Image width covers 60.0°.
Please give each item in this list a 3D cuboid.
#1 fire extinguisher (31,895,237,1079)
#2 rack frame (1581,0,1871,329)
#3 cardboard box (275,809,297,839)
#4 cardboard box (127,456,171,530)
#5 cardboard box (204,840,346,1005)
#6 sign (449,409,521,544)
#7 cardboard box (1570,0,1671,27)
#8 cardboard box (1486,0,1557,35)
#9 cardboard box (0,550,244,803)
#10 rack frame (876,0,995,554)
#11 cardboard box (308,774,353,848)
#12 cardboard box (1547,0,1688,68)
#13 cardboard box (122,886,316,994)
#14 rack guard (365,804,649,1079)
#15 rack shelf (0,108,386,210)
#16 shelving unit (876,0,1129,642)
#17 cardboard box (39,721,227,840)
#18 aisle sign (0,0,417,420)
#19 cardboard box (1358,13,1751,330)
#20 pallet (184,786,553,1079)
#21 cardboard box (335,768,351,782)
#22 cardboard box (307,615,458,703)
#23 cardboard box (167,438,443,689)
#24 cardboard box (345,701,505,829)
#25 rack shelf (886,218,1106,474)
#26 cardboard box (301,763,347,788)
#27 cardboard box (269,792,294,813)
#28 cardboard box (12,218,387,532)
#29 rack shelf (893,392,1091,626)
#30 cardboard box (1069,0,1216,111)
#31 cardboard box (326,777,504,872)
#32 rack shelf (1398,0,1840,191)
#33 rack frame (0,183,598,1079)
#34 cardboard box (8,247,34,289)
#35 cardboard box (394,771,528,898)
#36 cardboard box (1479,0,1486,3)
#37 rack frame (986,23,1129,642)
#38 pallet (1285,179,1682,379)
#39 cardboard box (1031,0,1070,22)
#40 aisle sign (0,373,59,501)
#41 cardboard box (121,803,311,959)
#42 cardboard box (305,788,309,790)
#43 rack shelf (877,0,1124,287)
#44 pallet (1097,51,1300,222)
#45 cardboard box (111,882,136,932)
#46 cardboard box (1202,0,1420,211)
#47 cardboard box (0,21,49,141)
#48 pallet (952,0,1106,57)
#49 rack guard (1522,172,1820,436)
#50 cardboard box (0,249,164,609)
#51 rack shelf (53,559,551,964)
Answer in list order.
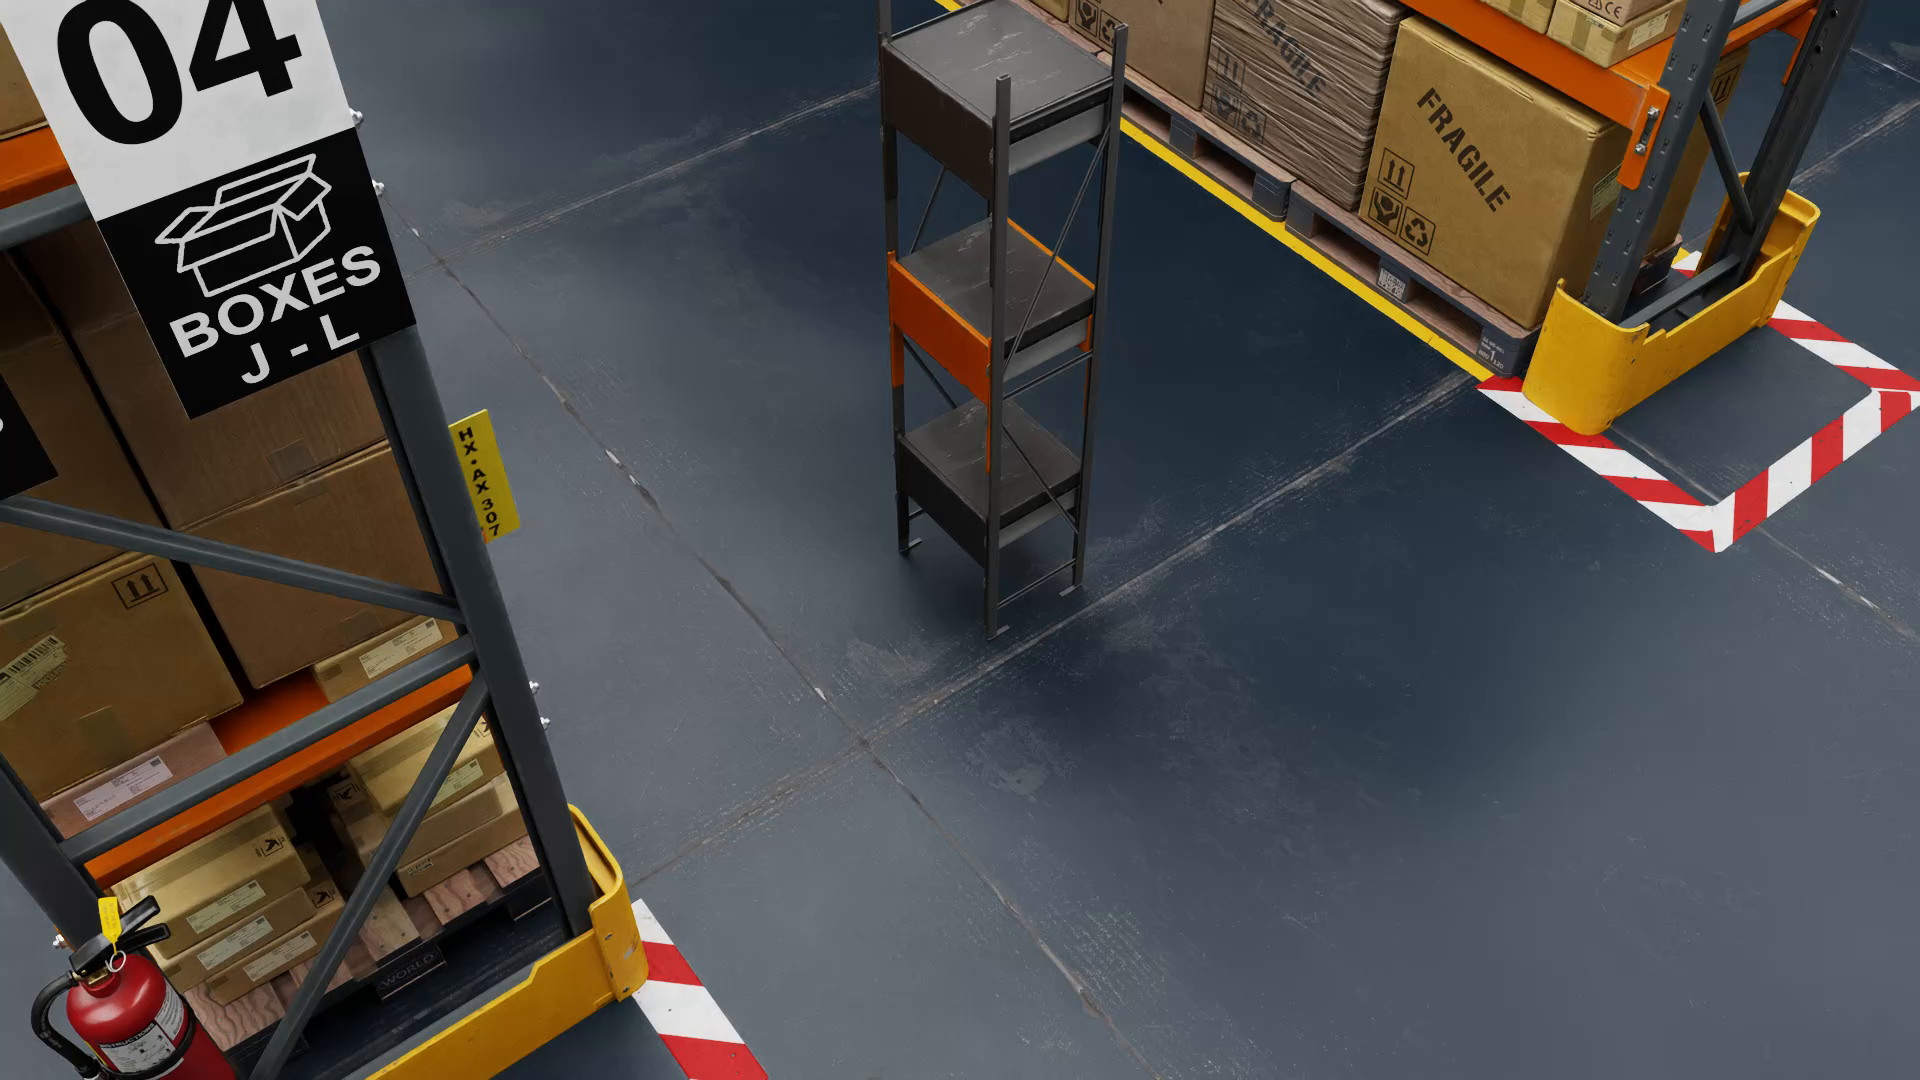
[{"bbox_3d":[-1.582,0.925,3.190,0.296,0.674,0.183,-29,54,-24],"label":"fire extinguisher"},{"bbox_3d":[2.642,-1.747,5.309,1.000,3.000,0.127,-29,54,-24],"label":"rack frame"},{"bbox_3d":[-2.029,0.774,4.464,0.380,0.149,0.250,-31,55,-25],"label":"cardboard box"},{"bbox_3d":[-1.763,-0.408,3.827,0.500,0.500,0.500,-29,54,-24],"label":"cardboard box"},{"bbox_3d":[-1.852,1.018,4.443,0.380,0.149,0.250,-29,54,-23],"label":"cardboard box"},{"bbox_3d":[-0.935,-0.116,3.246,0.100,0.325,0.005,-29,54,-24],"label":"sign"},{"bbox_3d":[2.137,-1.963,5.405,0.500,0.250,0.500,-30,55,-25],"label":"cardboard box"},{"bbox_3d":[2.005,-1.877,5.597,0.380,0.149,0.250,-29,54,-24],"label":"cardboard box"},{"bbox_3d":[-1.844,0.136,3.334,0.500,0.500,0.500,-28,54,-23],"label":"cardboard box"},{"bbox_3d":[-0.048,-0.752,5.014,0.400,2.100,0.015,-29,54,-24],"label":"rack frame"},{"bbox_3d":[-1.653,0.665,4.763,0.380,0.149,0.250,-30,54,-24],"label":"cardboard box"},{"bbox_3d":[2.164,-1.725,5.458,0.380,0.149,0.250,-28,54,-23],"label":"cardboard box"},{"bbox_3d":[-1.914,0.952,4.302,0.380,0.149,0.250,-31,55,-25],"label":"cardboard box"},{"bbox_3d":[-1.413,1.213,4.313,1.175,0.500,0.348,-29,54,-24],"label":"rack guard"},{"bbox_3d":[-2.578,-1.527,3.570,1.077,0.370,4.000,-29,54,-24],"label":"rack shelf"},{"bbox_3d":[0.100,-0.608,4.884,0.431,2.100,0.503,-29,54,-24],"label":"shelving unit"},{"bbox_3d":[-1.789,0.437,3.498,0.380,0.149,0.250,-29,54,-24],"label":"cardboard box"},{"bbox_3d":[-1.084,-0.546,2.466,0.394,0.787,0.004,-29,54,-24],"label":"aisle sign"},{"bbox_3d":[2.190,-1.516,6.250,0.875,0.875,0.875,-29,54,-24],"label":"cardboard box"},{"bbox_3d":[-1.877,0.815,4.868,1.003,0.211,1.213,-29,54,-24],"label":"pallet"},{"bbox_3d":[-1.601,0.524,4.690,0.380,0.149,0.250,-30,54,-24],"label":"cardboard box"},{"bbox_3d":[-1.302,0.165,3.745,0.380,0.149,0.250,-30,54,-24],"label":"cardboard box"},{"bbox_3d":[-1.419,-0.104,3.551,0.500,0.500,0.500,-27,53,-22],"label":"cardboard box"},{"bbox_3d":[-1.414,0.574,4.444,0.380,0.149,0.250,-32,55,-26],"label":"cardboard box"},{"bbox_3d":[0.100,-0.598,4.894,0.431,0.518,0.480,-29,54,-24],"label":"rack shelf"},{"bbox_3d":[-1.676,0.465,4.543,0.380,0.149,0.250,-28,54,-23],"label":"cardboard box"},{"bbox_3d":[-1.996,0.663,4.364,0.380,0.149,0.250,-28,54,-23],"label":"cardboard box"},{"bbox_3d":[-1.428,-0.435,3.176,0.500,0.500,0.500,-30,54,-24],"label":"cardboard box"},{"bbox_3d":[0.100,-0.128,5.412,0.431,0.518,0.480,-29,54,-24],"label":"rack shelf"},{"bbox_3d":[1.101,-2.577,7.212,0.875,0.875,0.875,-29,54,-24],"label":"cardboard box"},{"bbox_3d":[-1.480,0.711,4.521,0.380,0.149,0.250,-27,53,-23],"label":"cardboard box"},{"bbox_3d":[1.431,-2.684,6.645,1.077,0.370,4.000,-29,54,-24],"label":"rack shelf"},{"bbox_3d":[-1.367,0.419,3.346,1.000,3.000,0.127,-29,54,-24],"label":"rack frame"},{"bbox_3d":[-1.738,-0.729,3.443,0.500,0.500,0.500,-28,54,-23],"label":"cardboard box"},{"bbox_3d":[-1.429,0.783,4.657,0.380,0.149,0.250,-28,54,-23],"label":"cardboard box"},{"bbox_3d":[1.853,-2.026,5.732,0.380,0.149,0.250,-29,54,-24],"label":"cardboard box"},{"bbox_3d":[0.248,-0.464,4.753,0.400,2.100,0.015,-29,54,-24],"label":"rack frame"},{"bbox_3d":[2.095,-1.247,6.738,1.003,0.211,1.213,-29,54,-24],"label":"pallet"},{"bbox_3d":[0.556,-3.108,7.693,0.875,0.875,0.875,-29,54,-24],"label":"cardboard box"},{"bbox_3d":[-1.562,-0.277,2.222,0.394,0.787,0.004,-29,54,-24],"label":"aisle sign"},{"bbox_3d":[-1.889,0.837,4.206,0.380,0.149,0.250,-29,54,-24],"label":"cardboard box"},{"bbox_3d":[-1.809,0.522,4.893,0.380,0.149,0.250,-29,54,-24],"label":"cardboard box"},{"bbox_3d":[0.100,-1.069,4.375,0.431,0.518,0.480,-29,54,-24],"label":"rack shelf"},{"bbox_3d":[1.361,-1.965,7.389,1.003,0.211,1.213,-29,54,-24],"label":"pallet"},{"bbox_3d":[-2.088,0.912,4.539,0.380,0.149,0.250,-28,54,-23],"label":"cardboard box"},{"bbox_3d":[1.639,-2.052,6.737,0.875,0.875,0.875,-29,54,-24],"label":"cardboard box"},{"bbox_3d":[-1.435,-0.918,2.634,0.500,0.250,0.500,-28,53,-23],"label":"cardboard box"},{"bbox_3d":[0.618,-2.685,8.042,1.003,0.211,1.213,-29,54,-24],"label":"pallet"},{"bbox_3d":[2.656,-0.893,6.222,1.175,0.500,0.348,-29,54,-24],"label":"rack guard"},{"bbox_3d":[-1.842,-0.209,2.972,0.500,0.500,0.500,-30,55,-25],"label":"cardboard box"},{"bbox_3d":[-2.578,-0.519,4.681,1.077,0.370,4.000,-29,54,-24],"label":"rack shelf"}]
